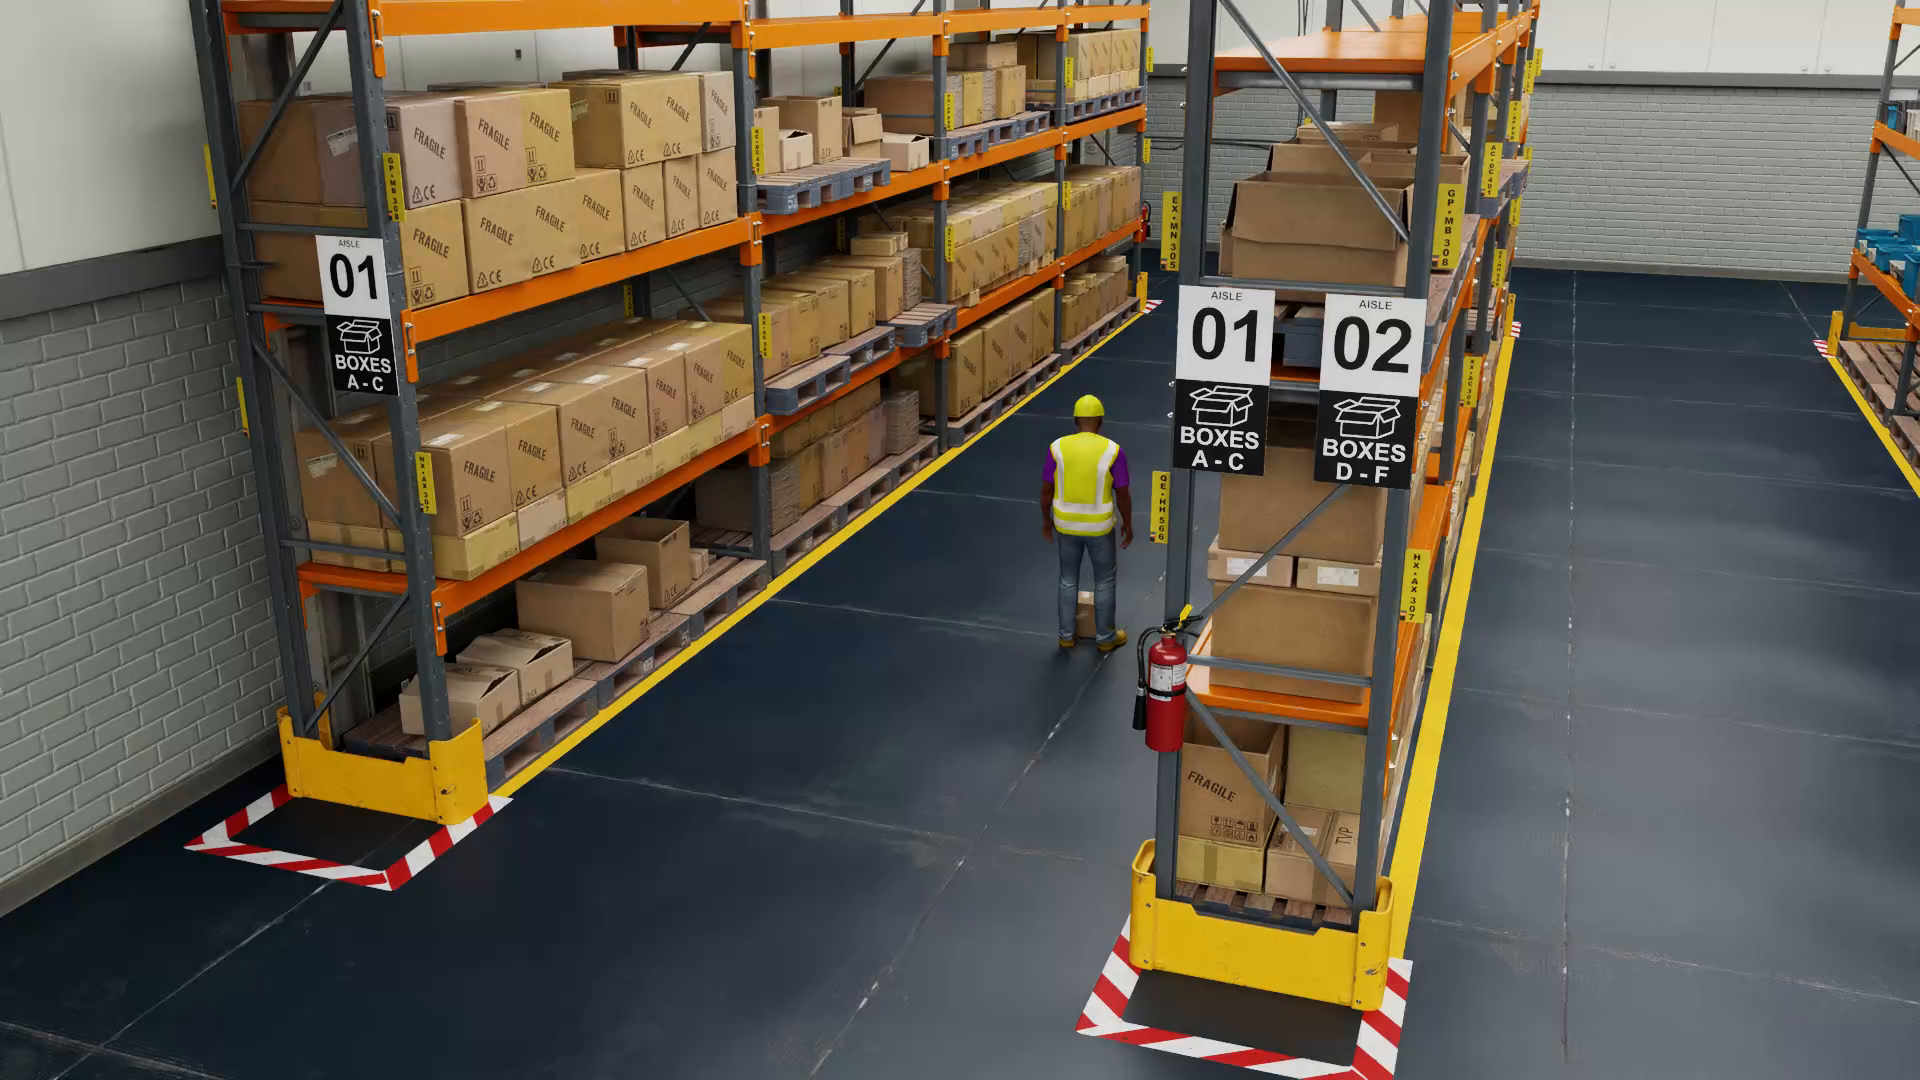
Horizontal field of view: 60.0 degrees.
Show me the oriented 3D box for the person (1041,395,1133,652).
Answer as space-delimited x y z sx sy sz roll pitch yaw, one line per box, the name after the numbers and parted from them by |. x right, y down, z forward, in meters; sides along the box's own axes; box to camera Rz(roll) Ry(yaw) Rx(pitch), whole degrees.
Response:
0.871 -0.115 11.382 0.635 1.757 0.463 6 19 17 | person
